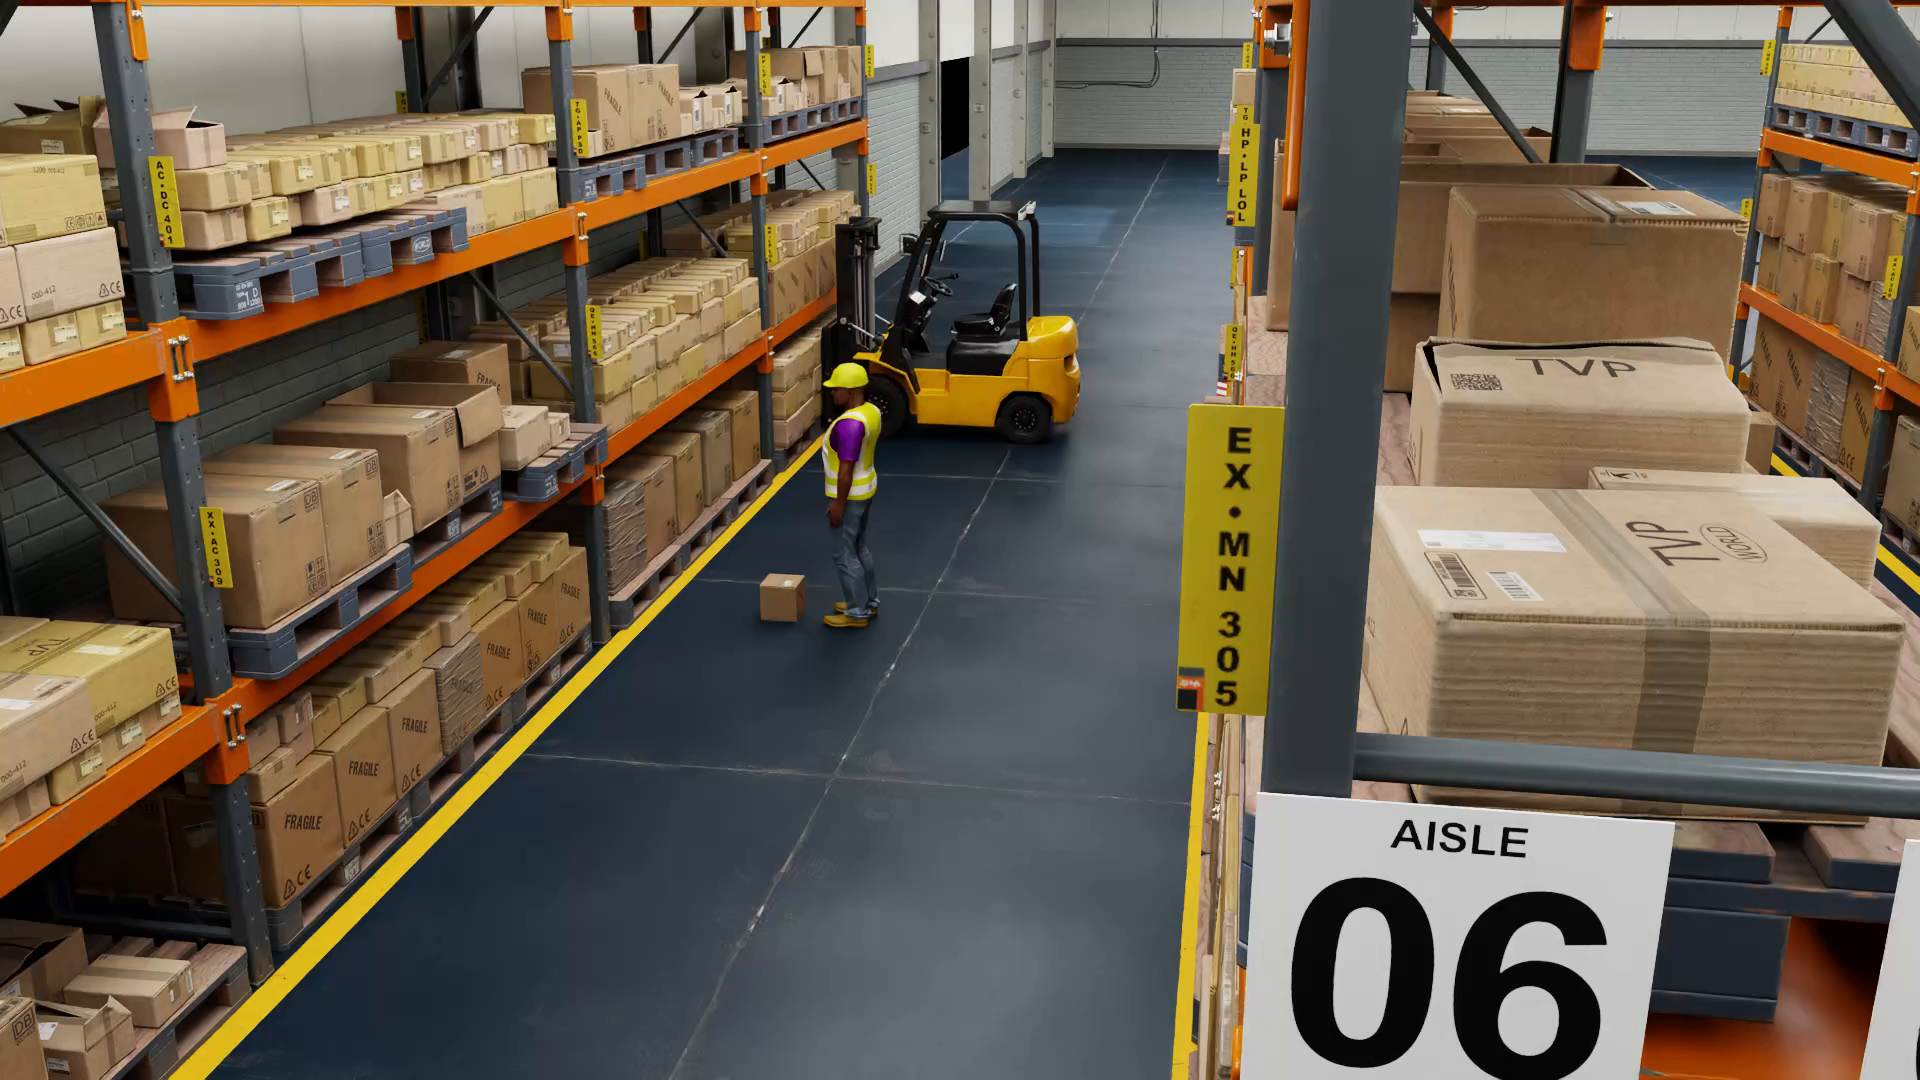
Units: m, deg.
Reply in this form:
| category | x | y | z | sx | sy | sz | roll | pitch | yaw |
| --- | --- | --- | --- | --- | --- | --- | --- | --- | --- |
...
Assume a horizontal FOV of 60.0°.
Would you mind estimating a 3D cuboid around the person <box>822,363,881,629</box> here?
| category | x | y | z | sx | sy | sz | roll | pitch | yaw |
| --- | --- | --- | --- | --- | --- | --- | --- | --- | --- |
| person | -0.719 | -0.298 | 10.947 | 0.360 | 1.762 | 0.564 | 3 | 18 | 10 |
